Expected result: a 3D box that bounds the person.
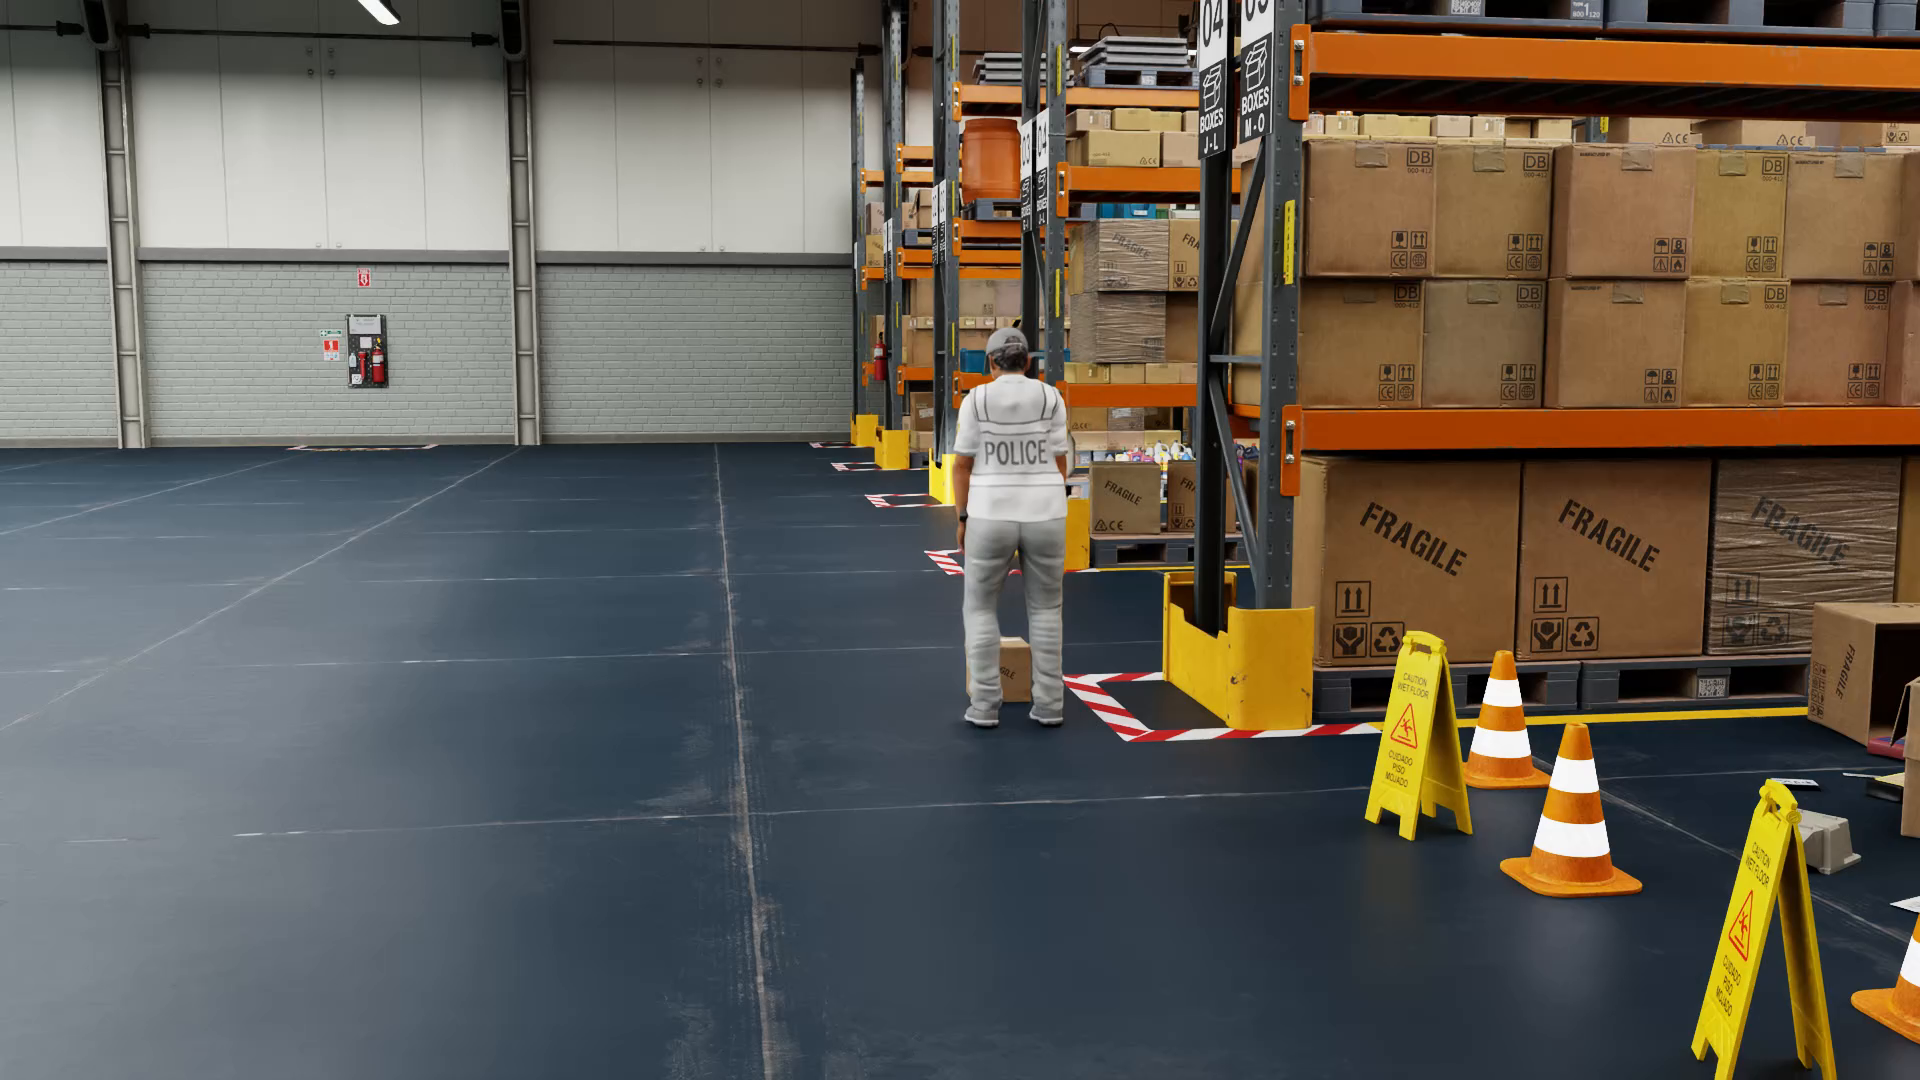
[{"bbox_3d":[0.204,-0.049,6.887,0.480,1.646,0.419,-1,7,-6],"label":"person"}]
